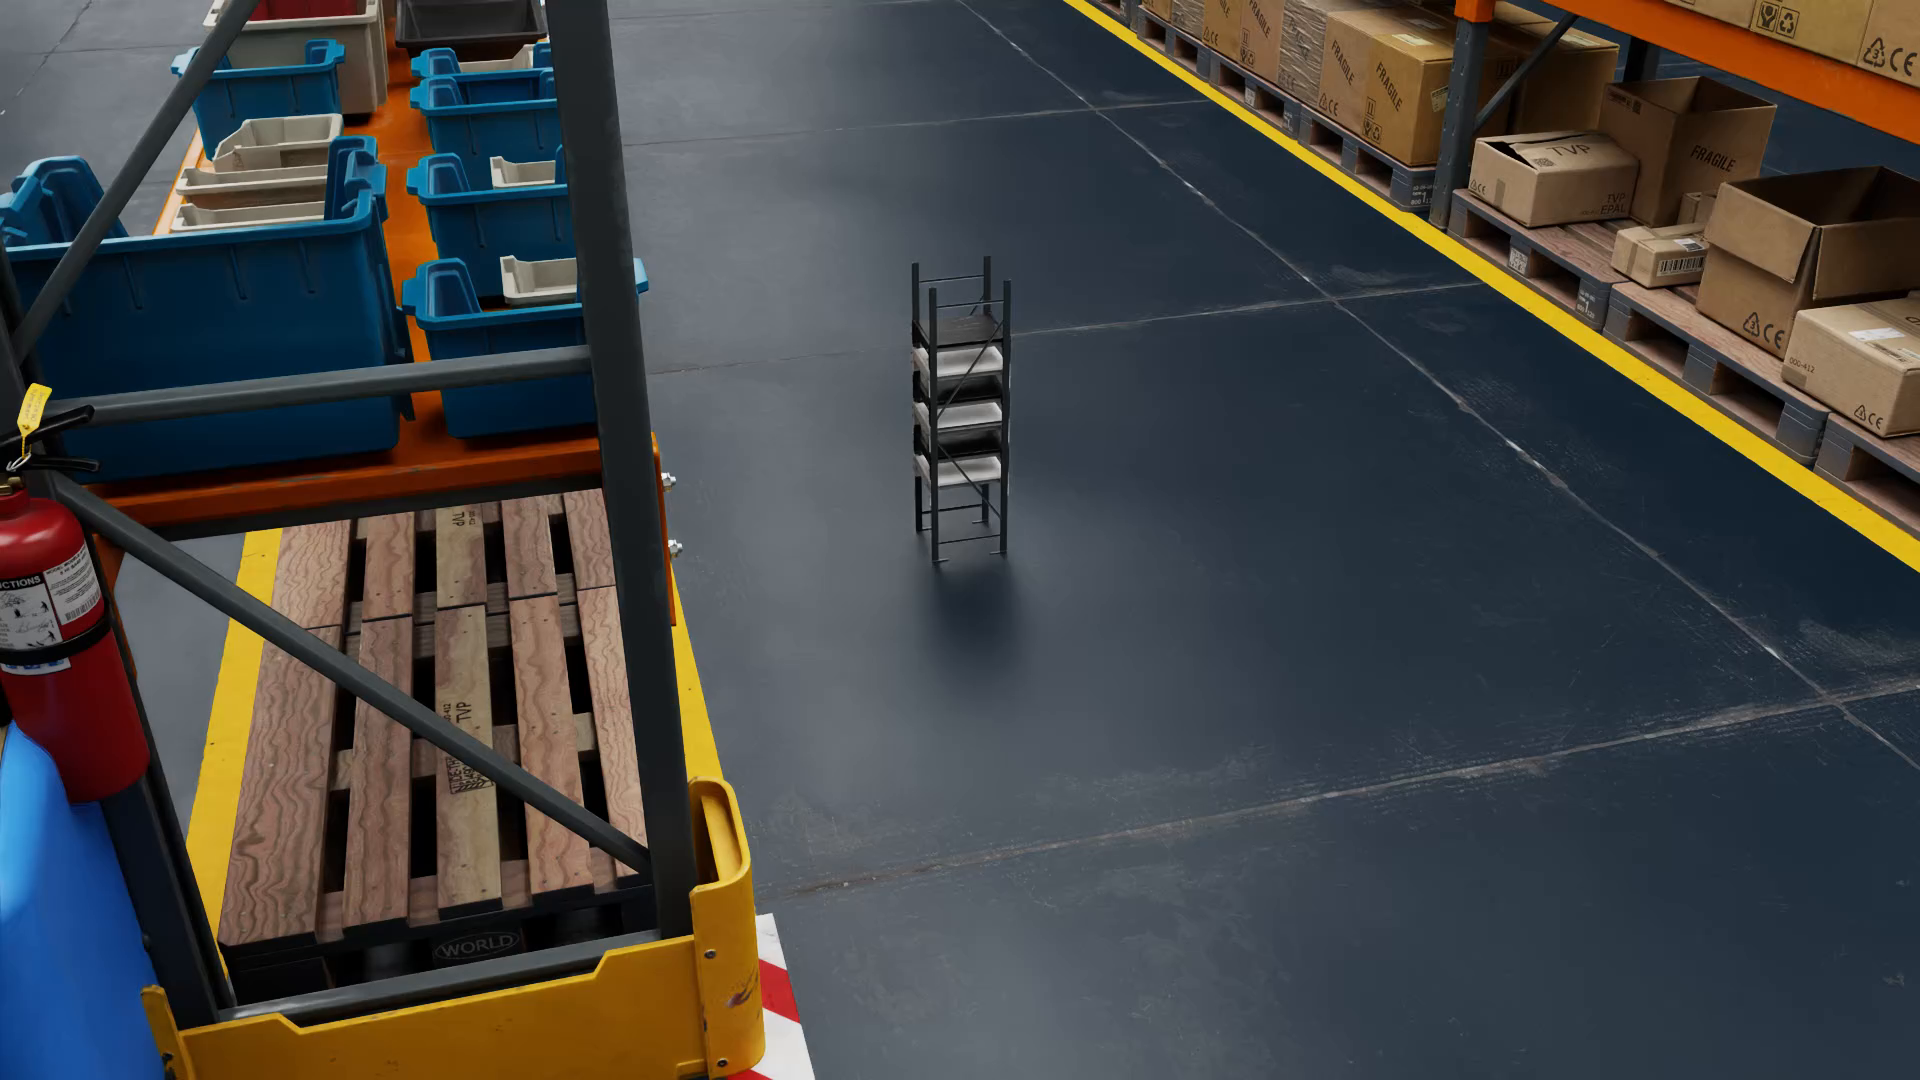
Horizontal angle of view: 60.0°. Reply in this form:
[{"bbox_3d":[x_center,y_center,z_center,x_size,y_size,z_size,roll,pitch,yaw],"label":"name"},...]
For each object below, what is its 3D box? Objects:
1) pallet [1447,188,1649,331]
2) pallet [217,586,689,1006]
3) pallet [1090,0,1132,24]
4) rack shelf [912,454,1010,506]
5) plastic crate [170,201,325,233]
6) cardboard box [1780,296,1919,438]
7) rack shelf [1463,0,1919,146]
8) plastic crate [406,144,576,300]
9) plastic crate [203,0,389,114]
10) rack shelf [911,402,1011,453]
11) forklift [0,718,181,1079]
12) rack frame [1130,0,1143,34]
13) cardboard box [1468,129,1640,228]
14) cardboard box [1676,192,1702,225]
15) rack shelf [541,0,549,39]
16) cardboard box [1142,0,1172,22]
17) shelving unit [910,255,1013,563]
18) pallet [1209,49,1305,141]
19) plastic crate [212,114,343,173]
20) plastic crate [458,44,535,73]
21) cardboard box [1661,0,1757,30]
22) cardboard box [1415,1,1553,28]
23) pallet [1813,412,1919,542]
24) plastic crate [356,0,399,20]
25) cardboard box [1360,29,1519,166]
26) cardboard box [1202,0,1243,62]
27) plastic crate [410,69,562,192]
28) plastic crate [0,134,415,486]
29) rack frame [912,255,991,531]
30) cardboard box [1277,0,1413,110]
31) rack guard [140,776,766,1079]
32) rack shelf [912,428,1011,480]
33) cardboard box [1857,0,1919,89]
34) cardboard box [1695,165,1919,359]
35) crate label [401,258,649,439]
[{"bbox_3d":[2.881,-1.288,7.265,1.003,0.211,1.213,-8,31,-13],"label":"pallet"},{"bbox_3d":[-1.196,0.565,4.063,1.003,0.211,1.213,-8,31,-13],"label":"pallet"},{"bbox_3d":[1.457,-3.955,11.872,1.003,0.211,1.213,-8,31,-13],"label":"pallet"},{"bbox_3d":[0.002,-0.201,5.125,0.258,0.077,0.200,-8,31,-13],"label":"rack shelf"},{"bbox_3d":[-1.469,-0.662,3.602,0.396,0.136,0.243,-8,31,-13],"label":"plastic crate"},{"bbox_3d":[3.157,-0.588,5.577,0.500,0.250,0.500,-8,31,-13],"label":"cardboard box"},{"bbox_3d":[3.231,-1.550,5.651,1.077,0.370,4.000,-8,31,-13],"label":"rack shelf"},{"bbox_3d":[-0.938,-0.673,3.525,0.416,0.233,0.300,-8,31,-13],"label":"plastic crate"},{"bbox_3d":[-1.849,-1.383,4.703,0.437,0.282,0.530,-8,31,-13],"label":"plastic crate"},{"bbox_3d":[0.002,-0.357,5.034,0.258,0.077,0.200,-8,31,-13],"label":"rack shelf"},{"bbox_3d":[-2.866,0.172,2.027,3.031,2.935,1.130,-10,32,-17],"label":"forklift"},{"bbox_3d":[1.638,-4.759,10.477,1.000,3.000,0.127,-8,31,-13],"label":"rack frame"},{"bbox_3d":[2.603,-1.622,7.303,0.500,0.311,0.500,-8,31,-13],"label":"cardboard box"},{"bbox_3d":[3.282,-1.373,7.034,0.380,0.149,0.250,-8,31,-13],"label":"cardboard box"},{"bbox_3d":[-2.608,-2.825,7.854,1.077,0.370,4.000,-8,31,-13],"label":"rack shelf"},{"bbox_3d":[1.484,-3.609,10.548,0.500,0.500,0.500,-7,31,-11],"label":"cardboard box"},{"bbox_3d":[0.002,-0.386,5.018,0.258,0.900,0.210,-8,31,-13],"label":"shelving unit"},{"bbox_3d":[2.120,-2.598,9.528,1.003,0.211,1.213,-8,31,-13],"label":"pallet"},{"bbox_3d":[-1.663,-0.933,4.072,0.298,0.136,0.250,-8,31,-13],"label":"plastic crate"},{"bbox_3d":[-1.325,-1.281,4.672,0.293,0.136,0.466,-8,31,-13],"label":"plastic crate"},{"bbox_3d":[2.842,-2.099,5.782,0.500,0.500,0.500,-8,31,-14],"label":"cardboard box"},{"bbox_3d":[2.654,-2.458,8.558,0.500,0.500,0.500,-7,31,-13],"label":"cardboard box"},{"bbox_3d":[3.529,-0.110,5.229,1.003,0.211,1.213,-8,31,-13],"label":"pallet"},{"bbox_3d":[-2.091,-1.838,5.635,0.396,0.136,0.243,-8,31,-13],"label":"plastic crate"},{"bbox_3d":[2.293,-2.136,8.001,0.500,0.500,0.500,-8,31,-14],"label":"cardboard box"},{"bbox_3d":[1.756,-3.114,9.693,0.500,0.500,0.500,-8,31,-14],"label":"cardboard box"},{"bbox_3d":[-1.113,-0.991,4.074,0.416,0.233,0.300,-8,31,-13],"label":"plastic crate"},{"bbox_3d":[-1.284,-0.416,2.880,0.616,0.435,0.499,-8,31,-13],"label":"plastic crate"},{"bbox_3d":[-0.025,-0.435,5.103,0.240,0.900,0.006,-8,31,-13],"label":"rack frame"},{"bbox_3d":[2.037,-2.618,8.834,0.500,0.500,0.500,-7,31,-13],"label":"cardboard box"},{"bbox_3d":[-0.996,0.854,3.276,1.175,0.500,0.348,-8,31,-13],"label":"rack guard"},{"bbox_3d":[0.002,-0.279,5.080,0.258,0.077,0.200,-8,31,-13],"label":"rack shelf"},{"bbox_3d":[3.112,-1.610,4.938,0.500,0.500,0.500,-8,31,-13],"label":"cardboard box"},{"bbox_3d":[3.204,-1.030,6.088,0.797,0.503,0.637,-8,31,-13],"label":"cardboard box"},{"bbox_3d":[-0.763,-0.355,2.976,0.416,0.233,0.303,-8,31,-13],"label":"crate label"}]
